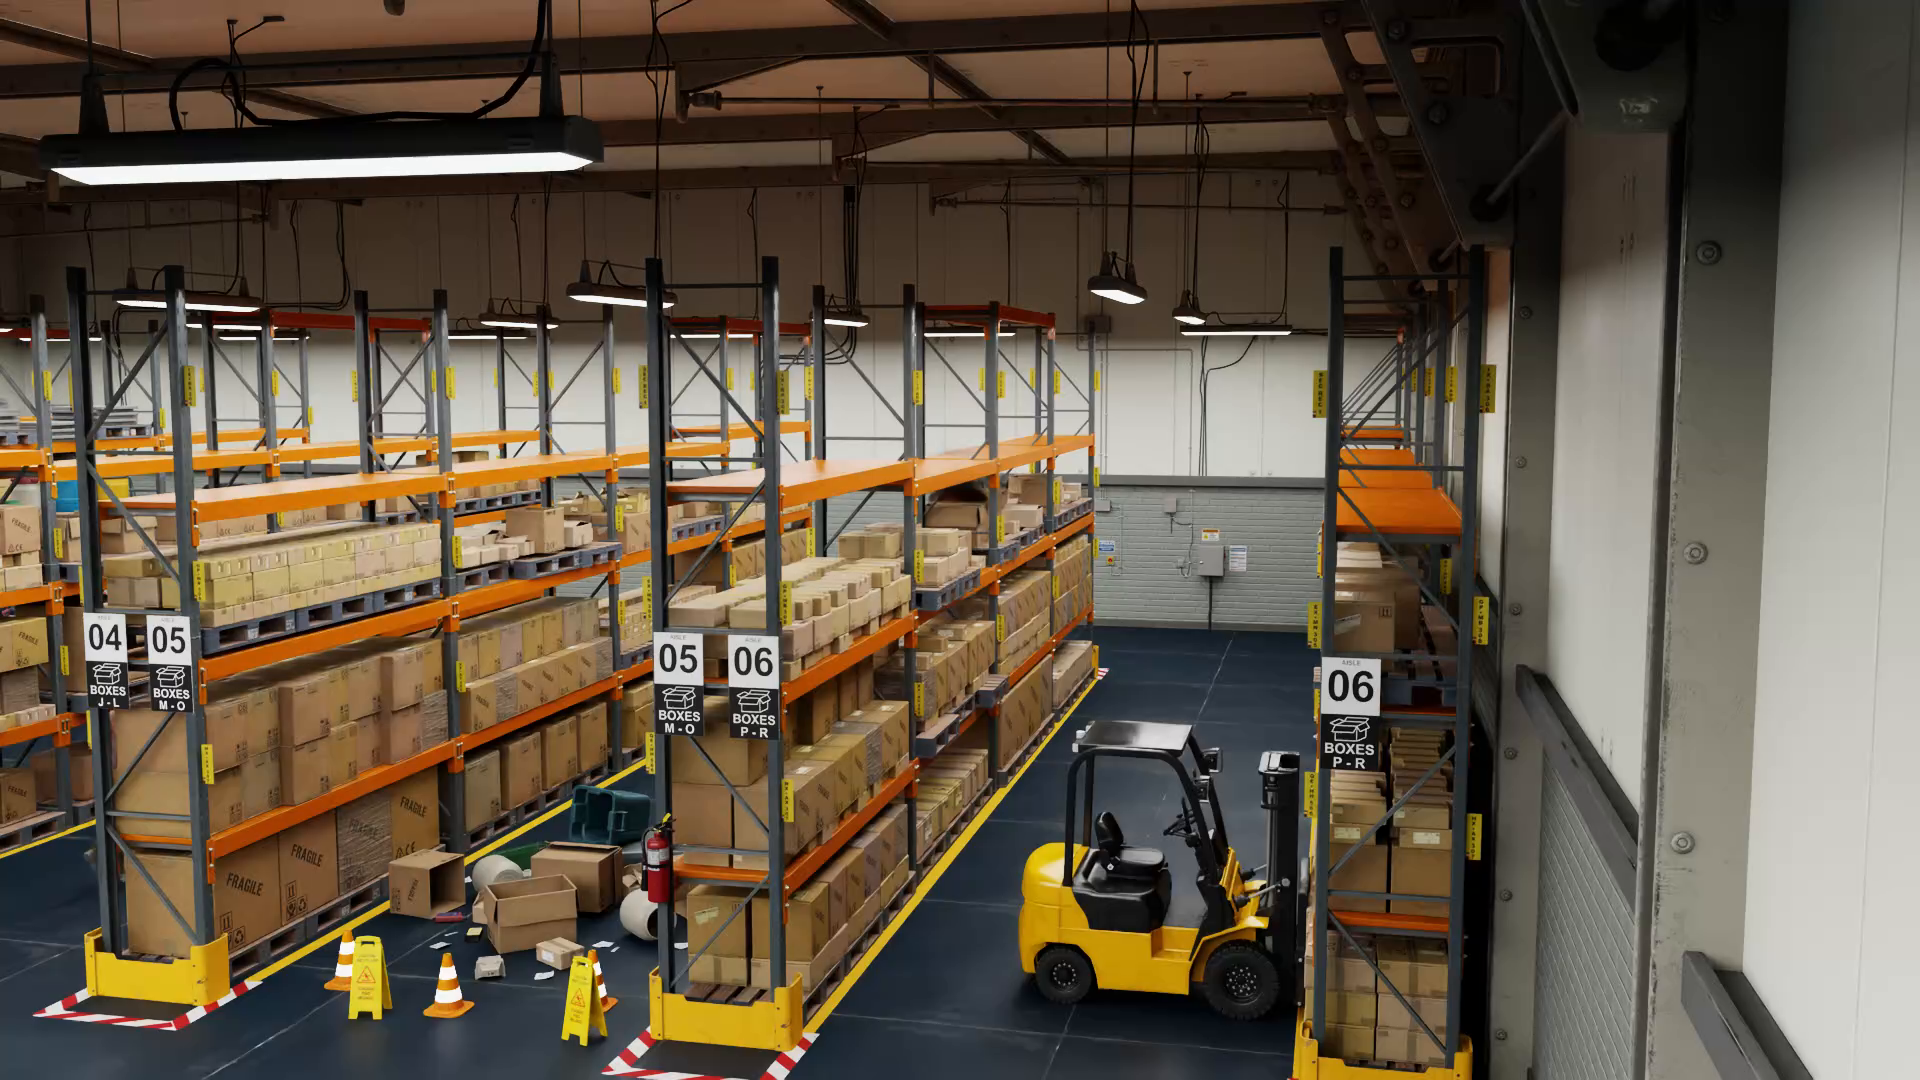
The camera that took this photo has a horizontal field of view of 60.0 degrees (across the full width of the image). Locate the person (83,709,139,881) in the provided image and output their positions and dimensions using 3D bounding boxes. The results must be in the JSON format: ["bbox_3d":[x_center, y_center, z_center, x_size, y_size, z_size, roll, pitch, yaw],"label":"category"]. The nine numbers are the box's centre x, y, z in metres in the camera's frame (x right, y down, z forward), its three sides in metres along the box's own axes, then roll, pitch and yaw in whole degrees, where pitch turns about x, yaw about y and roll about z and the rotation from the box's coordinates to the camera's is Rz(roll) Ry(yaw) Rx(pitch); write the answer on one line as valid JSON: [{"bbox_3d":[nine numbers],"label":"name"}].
[{"bbox_3d":[-8.510,2.579,16.807,0.664,1.753,0.580,-5,8,-41],"label":"person"}]
